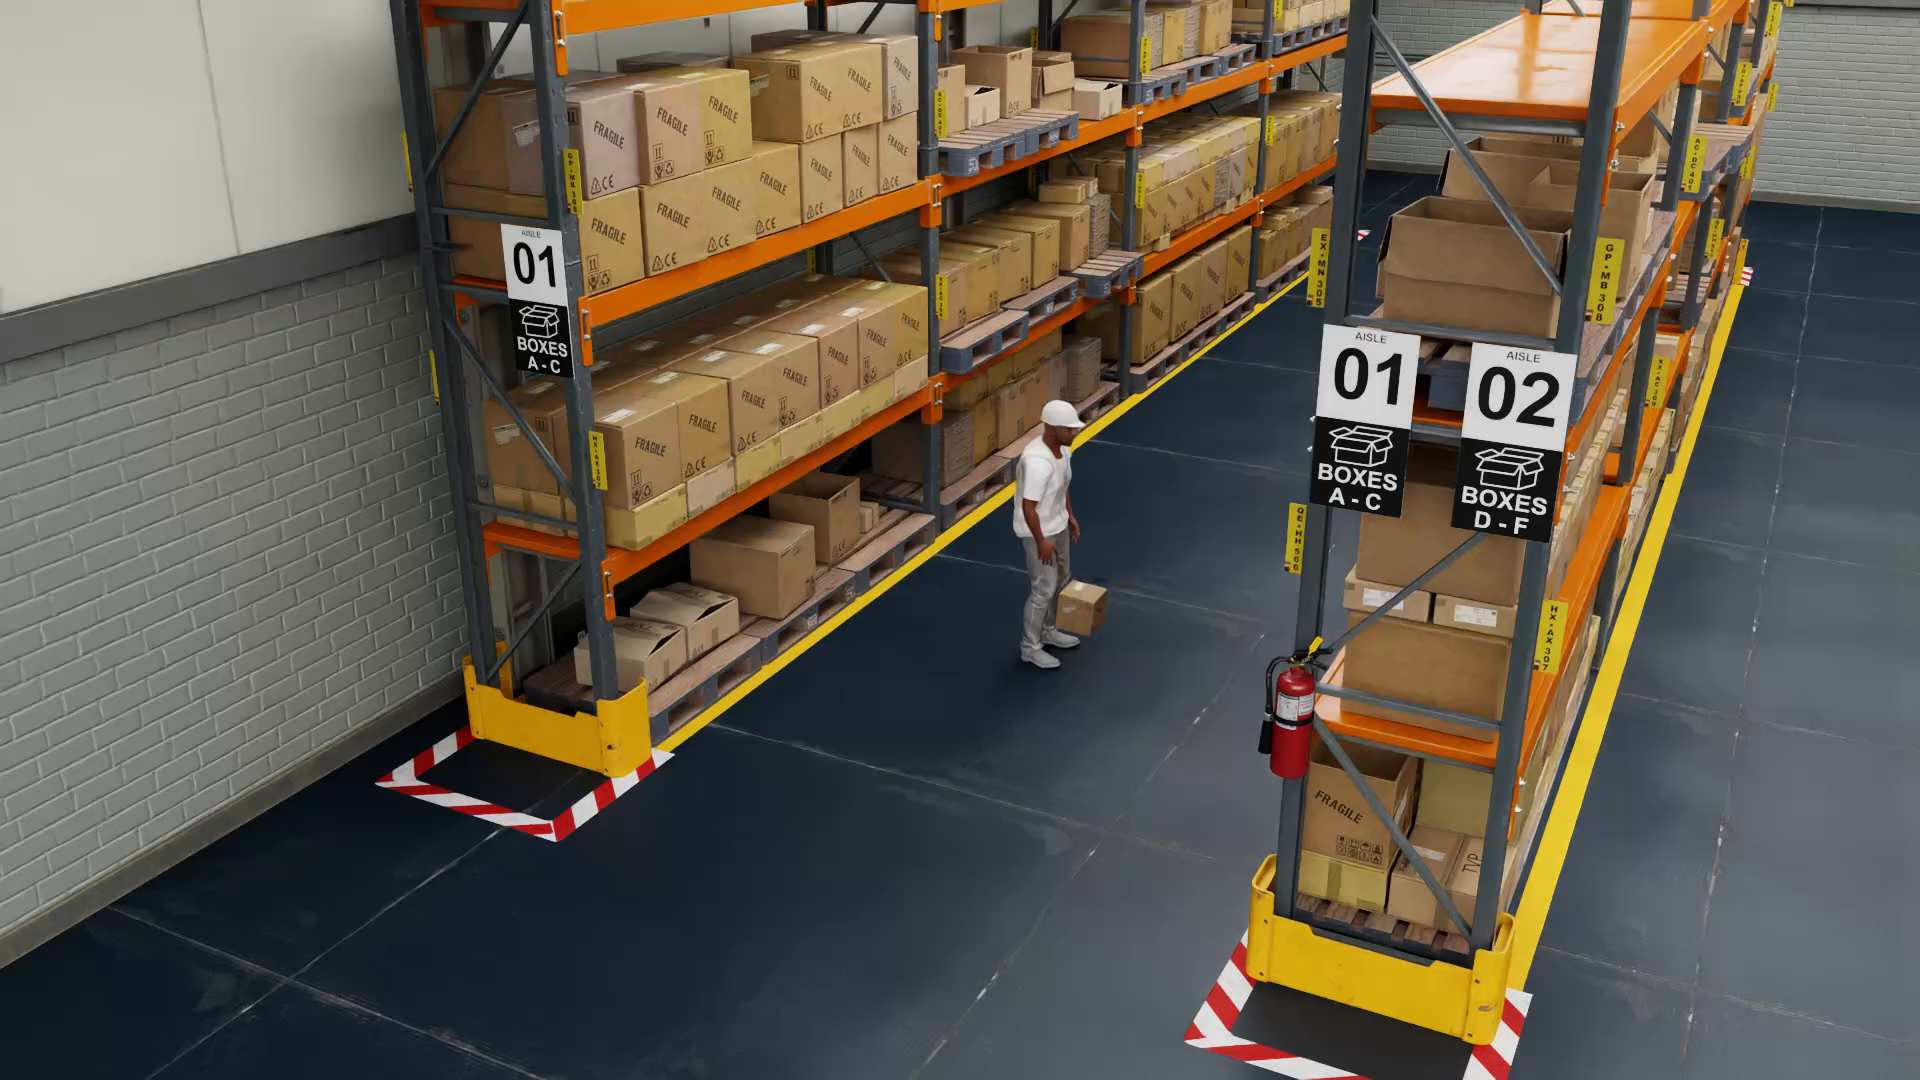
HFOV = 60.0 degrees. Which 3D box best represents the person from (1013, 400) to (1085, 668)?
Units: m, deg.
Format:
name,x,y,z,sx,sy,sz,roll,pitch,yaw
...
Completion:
name,x,y,z,sx,sy,sz,roll,pitch,yaw
person,0.580,-0.069,10.889,0.439,1.763,0.597,10,25,23
